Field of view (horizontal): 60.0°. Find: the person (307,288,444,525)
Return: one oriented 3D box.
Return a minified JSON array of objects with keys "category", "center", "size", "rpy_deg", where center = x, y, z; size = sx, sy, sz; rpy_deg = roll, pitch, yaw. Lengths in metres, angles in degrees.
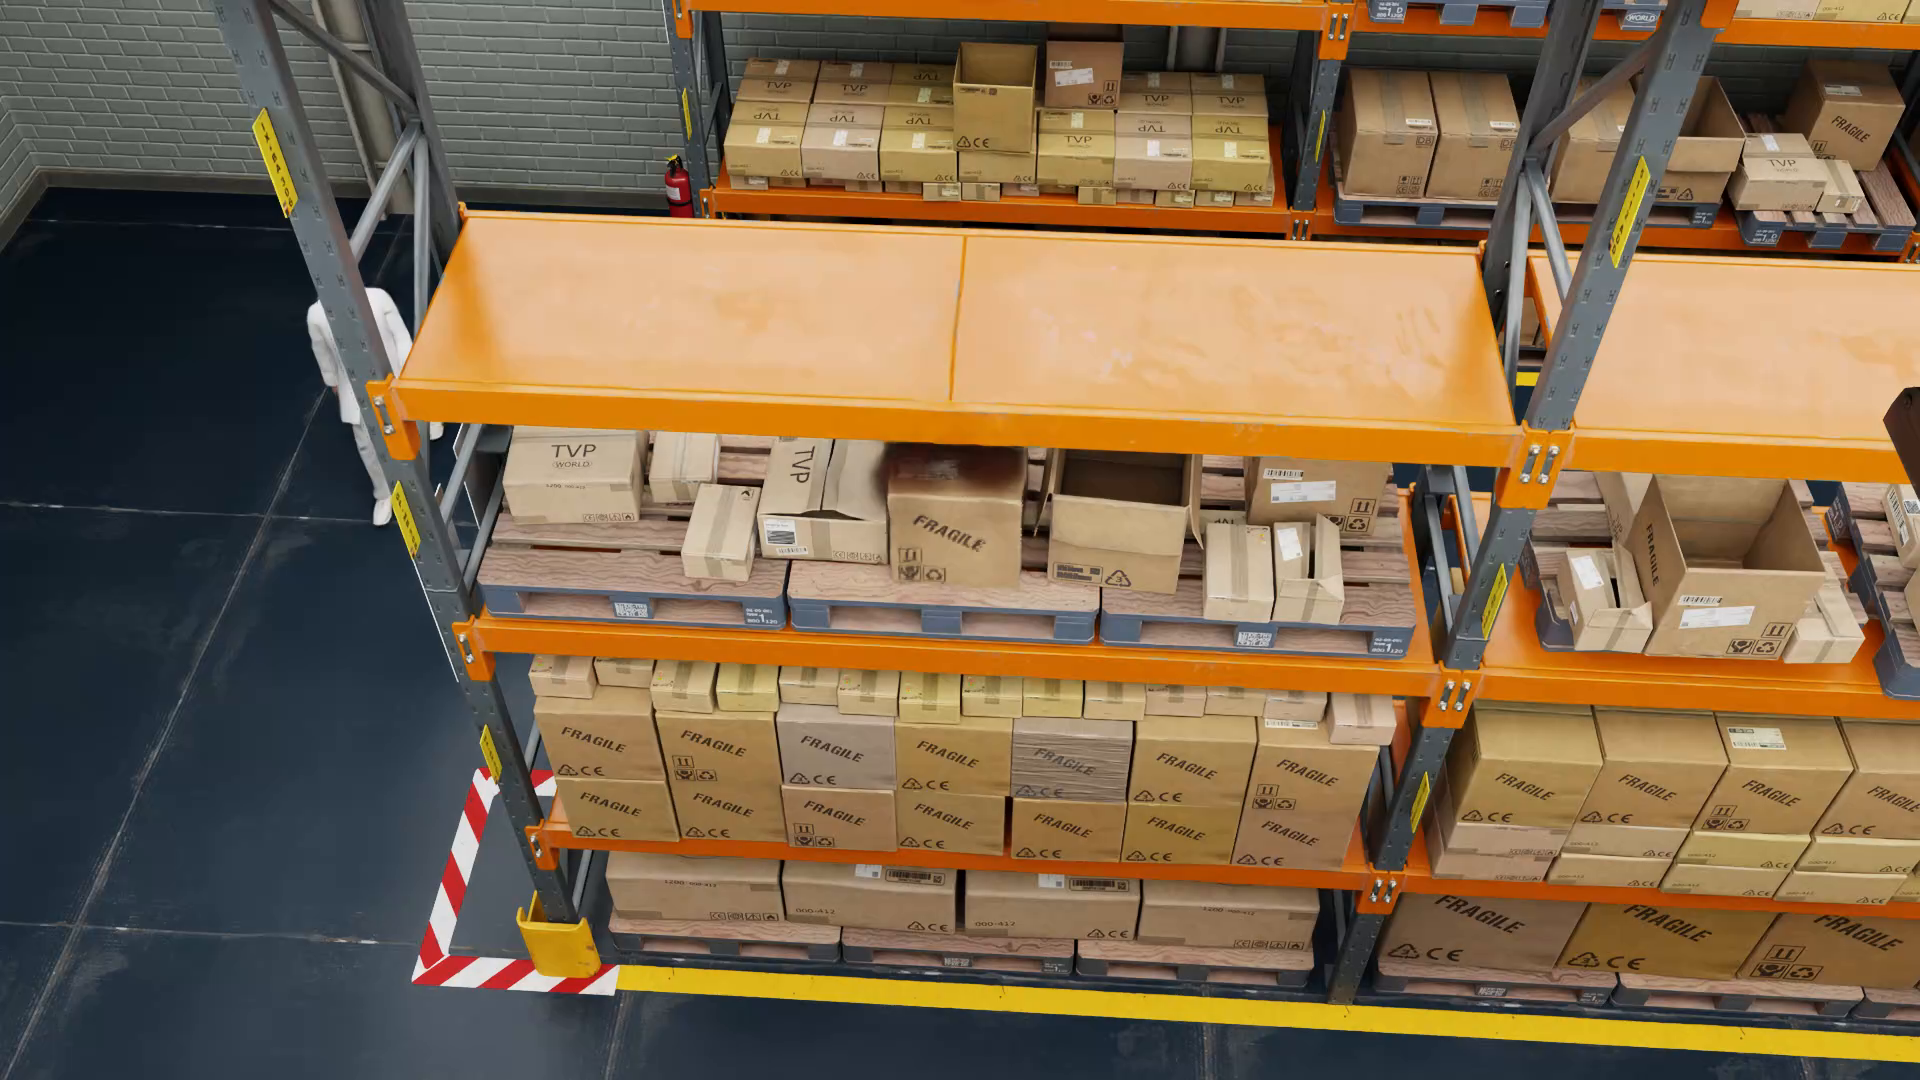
[{"category":"person","center":[-3.707,-1.043,10.518],"size":[0.634,1.730,1.093],"rpy_deg":[-2,48,-2]}]
